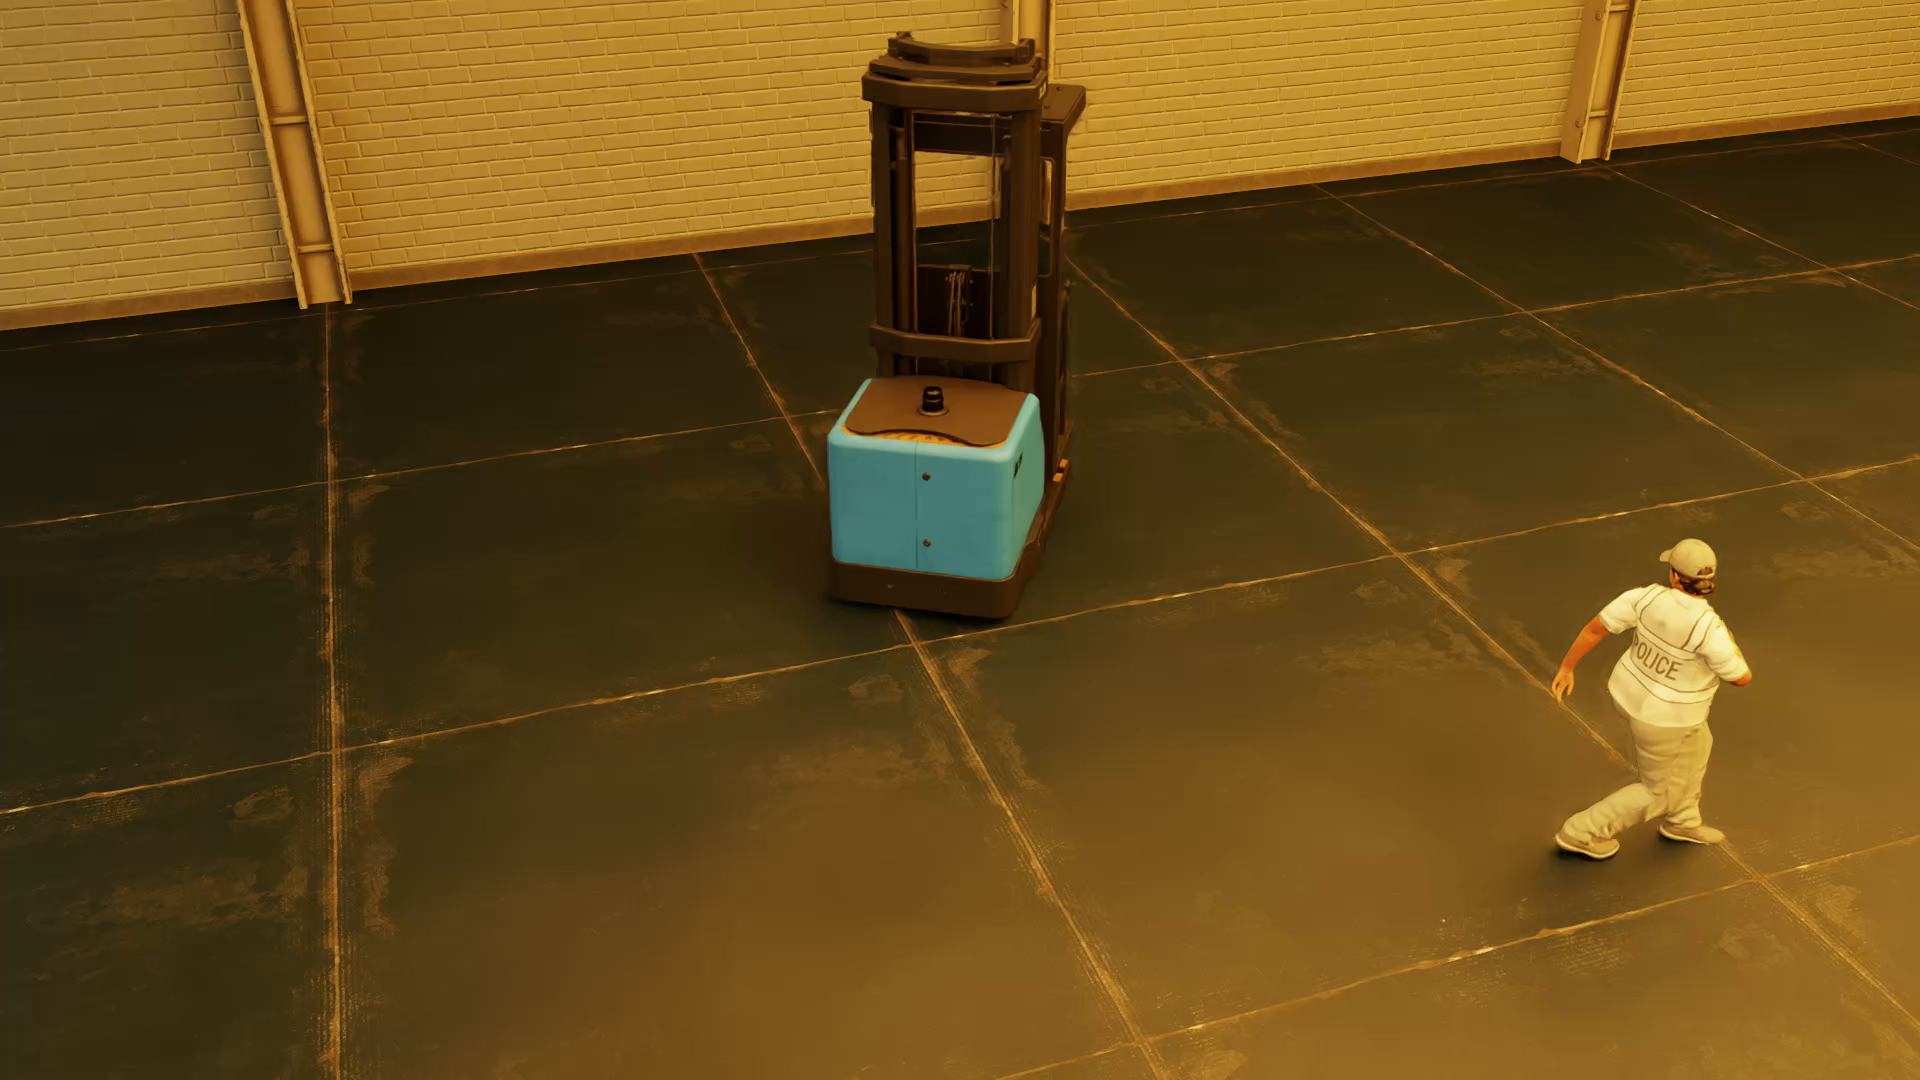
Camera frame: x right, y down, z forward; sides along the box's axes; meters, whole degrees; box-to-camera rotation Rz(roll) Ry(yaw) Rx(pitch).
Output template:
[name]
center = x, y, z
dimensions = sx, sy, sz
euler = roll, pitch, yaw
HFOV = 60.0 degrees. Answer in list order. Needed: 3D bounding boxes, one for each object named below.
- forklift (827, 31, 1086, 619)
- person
[forklift]
center = 0.101, -1.560, 9.798
dimensions = 1.130, 2.935, 3.031
euler = 7, 31, 11
[person]
center = 3.076, 0.711, 7.242
dimensions = 0.883, 1.593, 0.504
euler = -5, 30, -8
